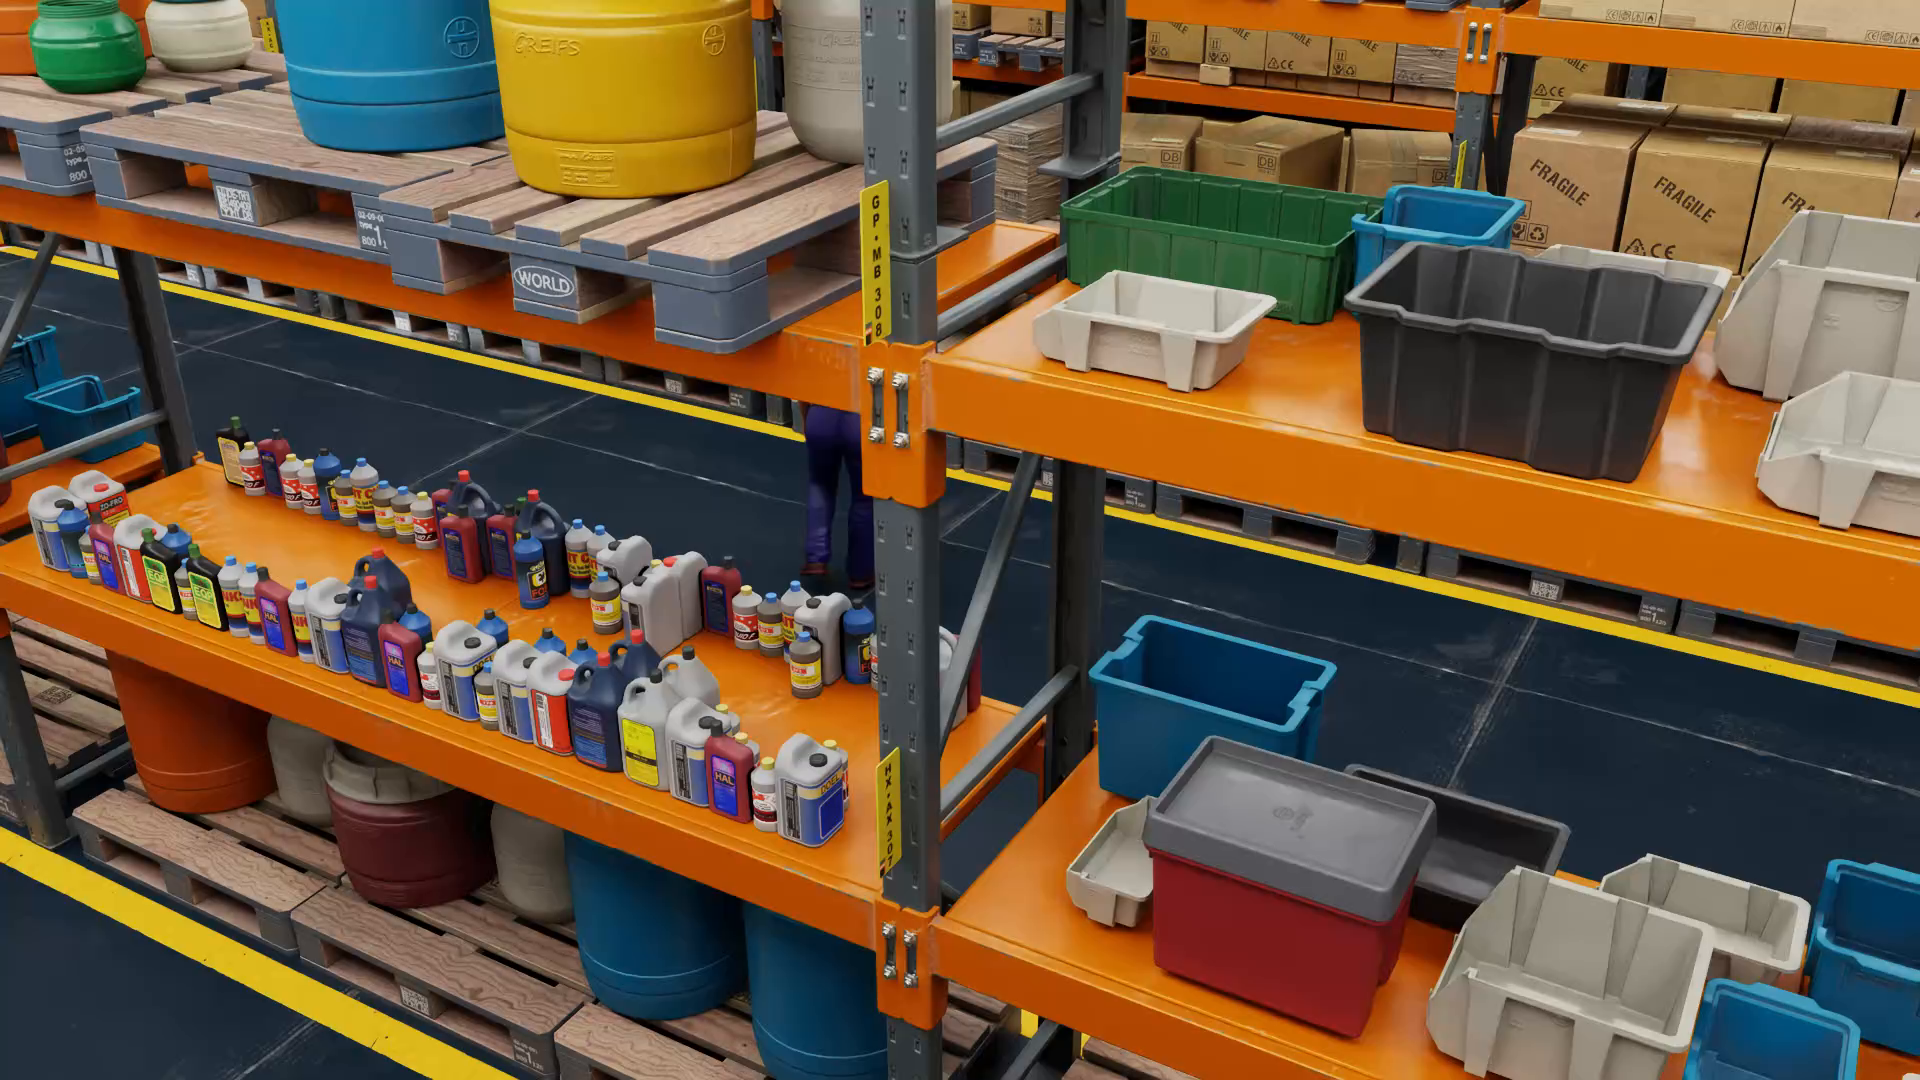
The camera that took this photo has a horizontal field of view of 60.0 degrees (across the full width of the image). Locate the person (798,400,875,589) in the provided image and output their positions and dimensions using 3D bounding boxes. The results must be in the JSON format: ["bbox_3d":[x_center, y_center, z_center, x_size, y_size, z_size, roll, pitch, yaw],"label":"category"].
[{"bbox_3d":[-0.547,-0.513,8.120,0.529,1.659,0.433,8,28,15],"label":"person"}]
